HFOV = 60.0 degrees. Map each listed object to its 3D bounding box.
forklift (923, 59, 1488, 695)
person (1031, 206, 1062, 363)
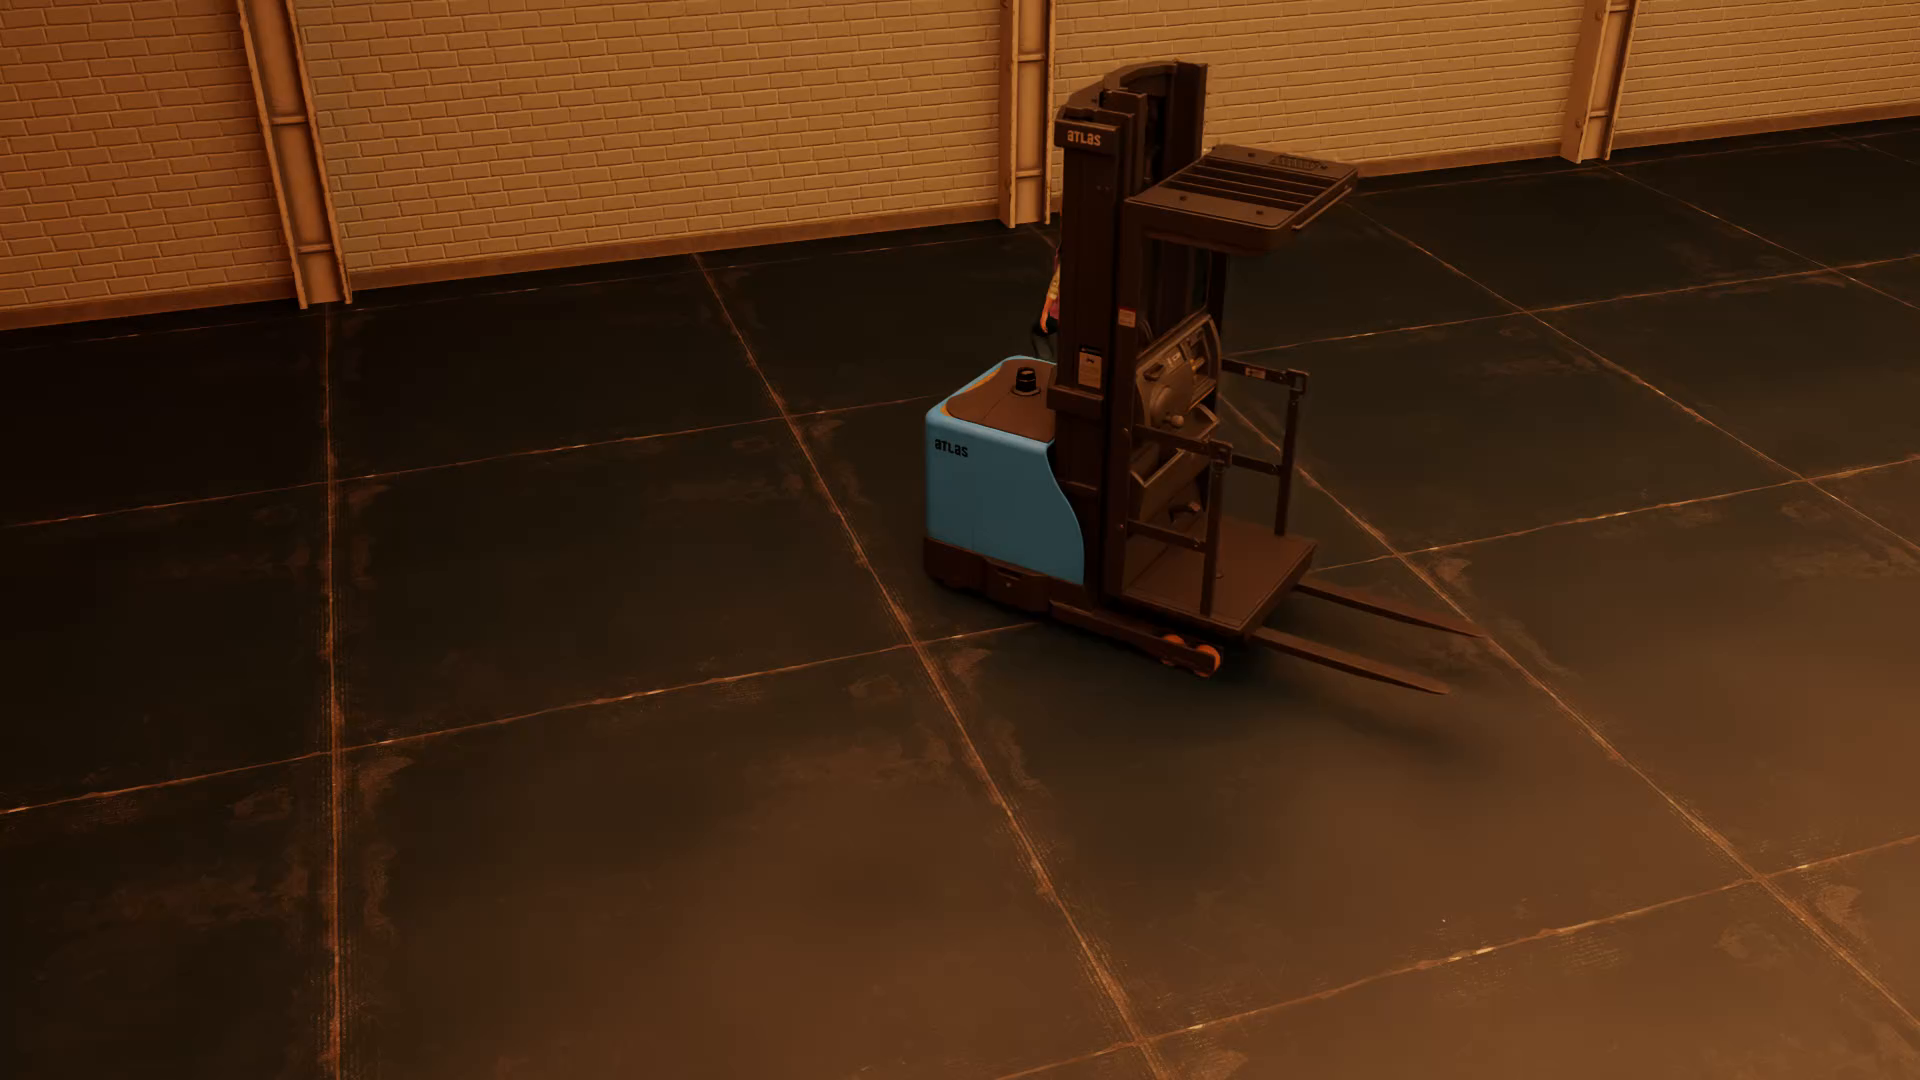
[{"bbox_3d":[1.314,-0.852,8.568,3.031,2.935,1.130,17,34,27],"label":"forklift"},{"bbox_3d":[0.736,-1.571,11.250,0.648,1.514,0.580,-12,32,-19],"label":"person"}]
